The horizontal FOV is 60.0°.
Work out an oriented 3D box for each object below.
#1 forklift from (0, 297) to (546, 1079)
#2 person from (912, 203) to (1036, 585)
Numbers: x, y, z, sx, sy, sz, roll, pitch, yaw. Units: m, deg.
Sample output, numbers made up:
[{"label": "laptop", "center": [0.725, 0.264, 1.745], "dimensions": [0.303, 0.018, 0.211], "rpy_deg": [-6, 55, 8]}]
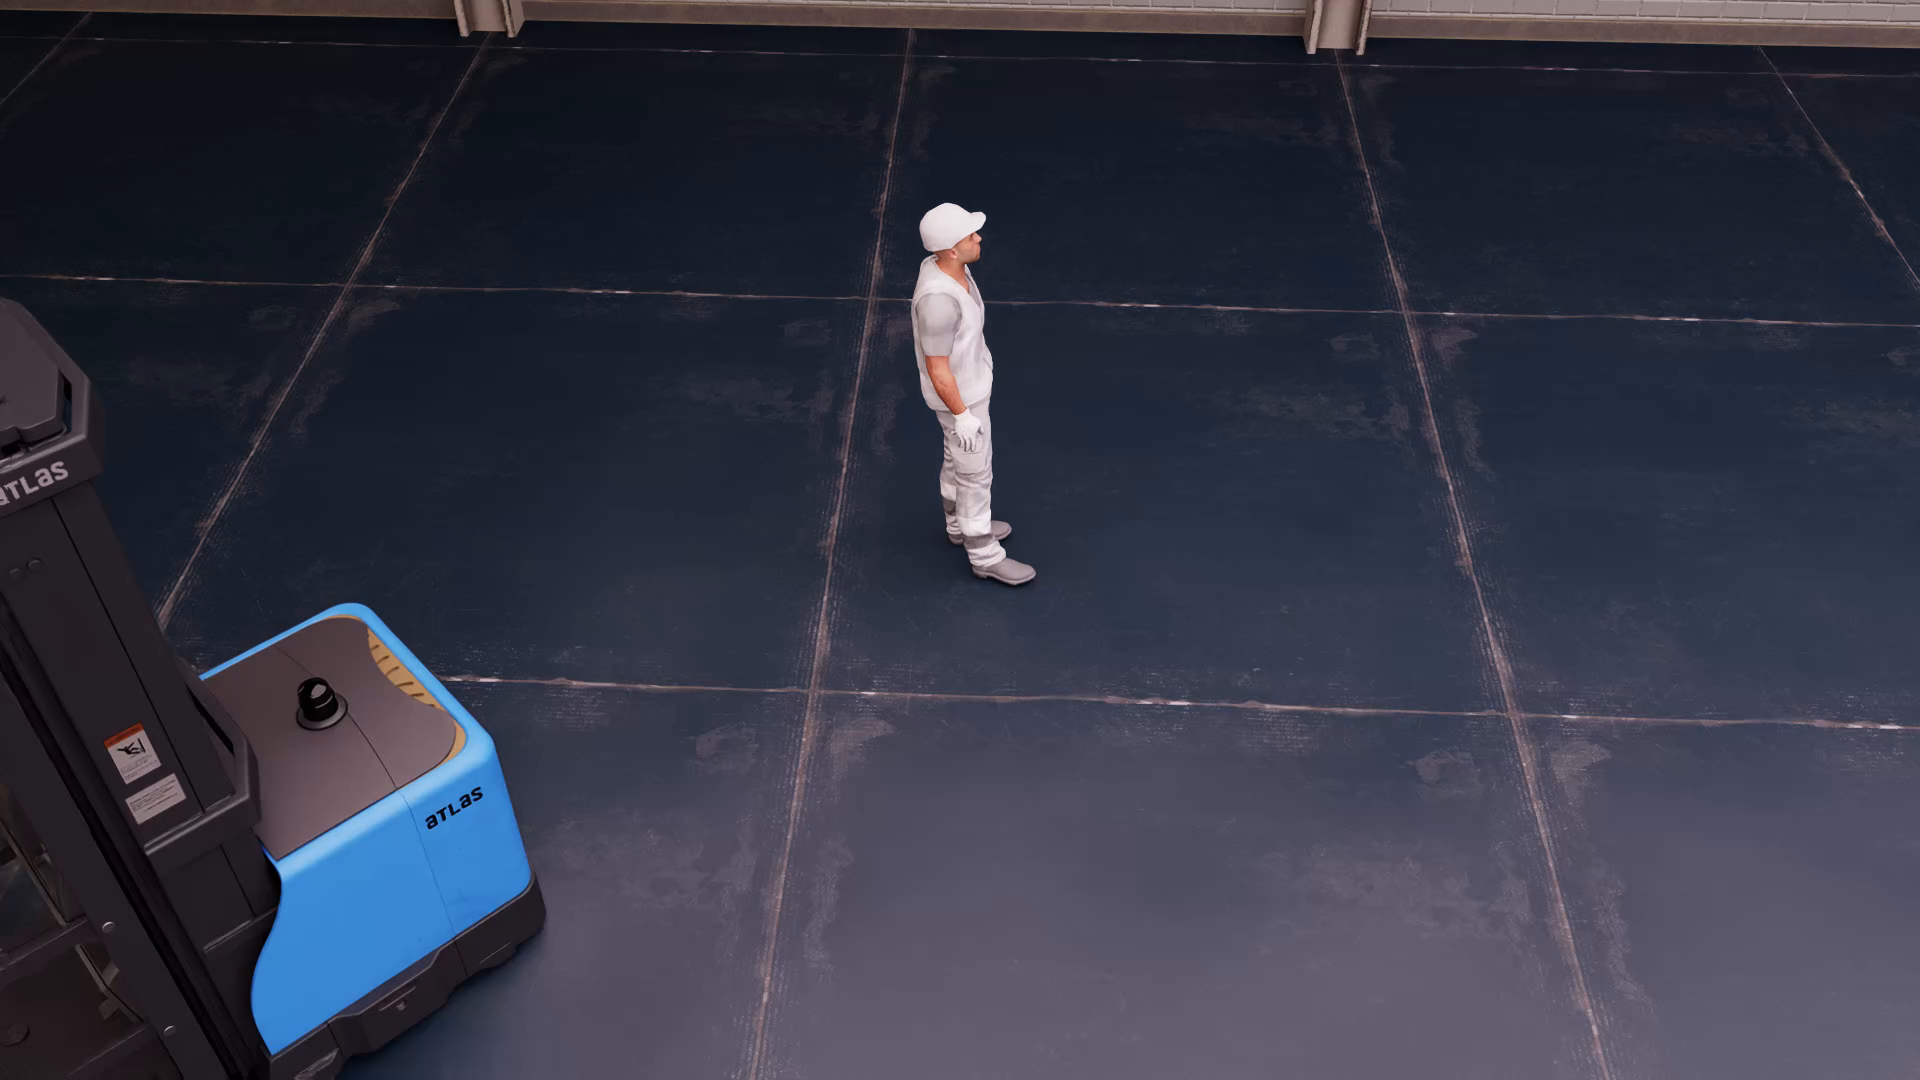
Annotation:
[{"label": "forklift", "center": [-2.982, 0.829, 4.834], "dimensions": [3.031, 2.935, 1.130], "rpy_deg": [-32, 51, -30]}, {"label": "person", "center": [0.080, -0.656, 7.296], "dimensions": [0.562, 1.790, 0.637], "rpy_deg": [2, 42, 2]}]
